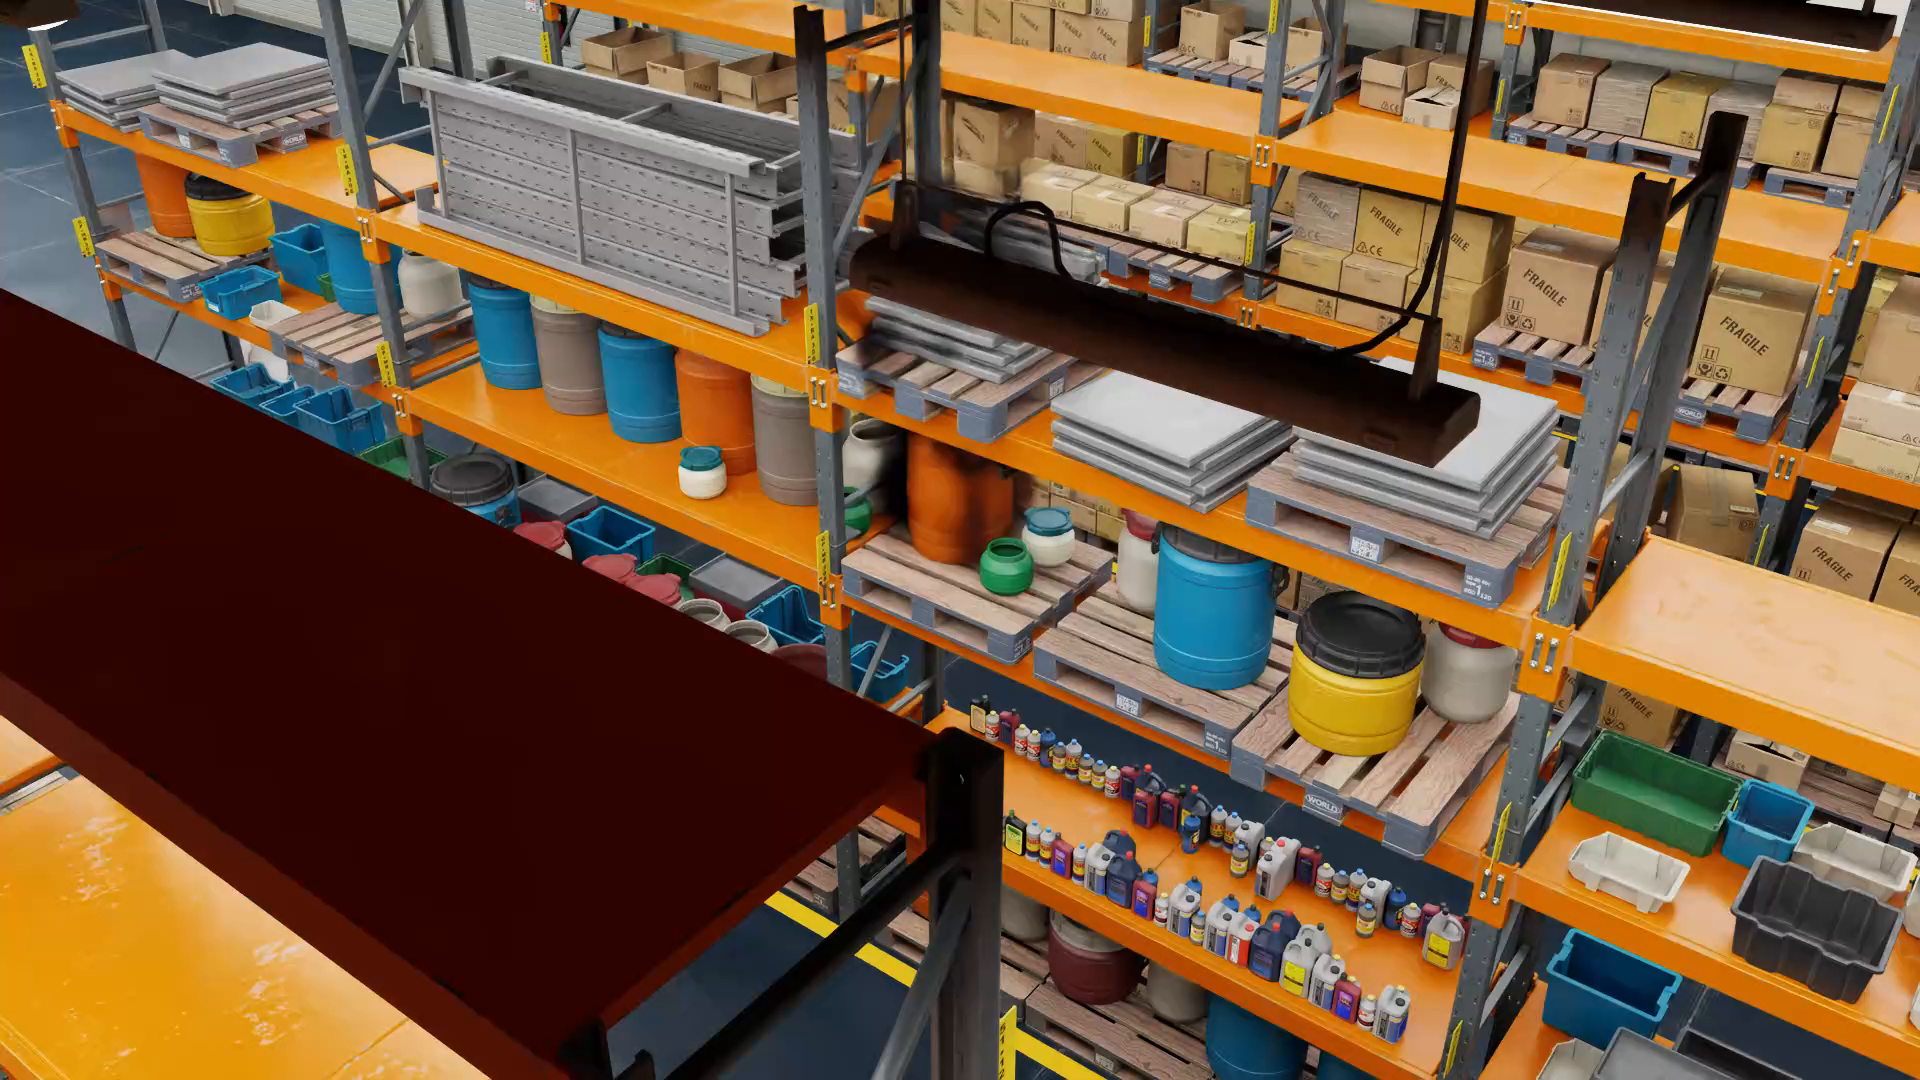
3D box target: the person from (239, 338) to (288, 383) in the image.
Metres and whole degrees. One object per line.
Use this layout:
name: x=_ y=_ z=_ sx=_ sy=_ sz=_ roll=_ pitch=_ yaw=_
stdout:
person: x=-6.743 y=-1.609 z=16.230 sx=1.022 sy=1.753 sz=0.733 roll=9 pitch=32 yaw=14
